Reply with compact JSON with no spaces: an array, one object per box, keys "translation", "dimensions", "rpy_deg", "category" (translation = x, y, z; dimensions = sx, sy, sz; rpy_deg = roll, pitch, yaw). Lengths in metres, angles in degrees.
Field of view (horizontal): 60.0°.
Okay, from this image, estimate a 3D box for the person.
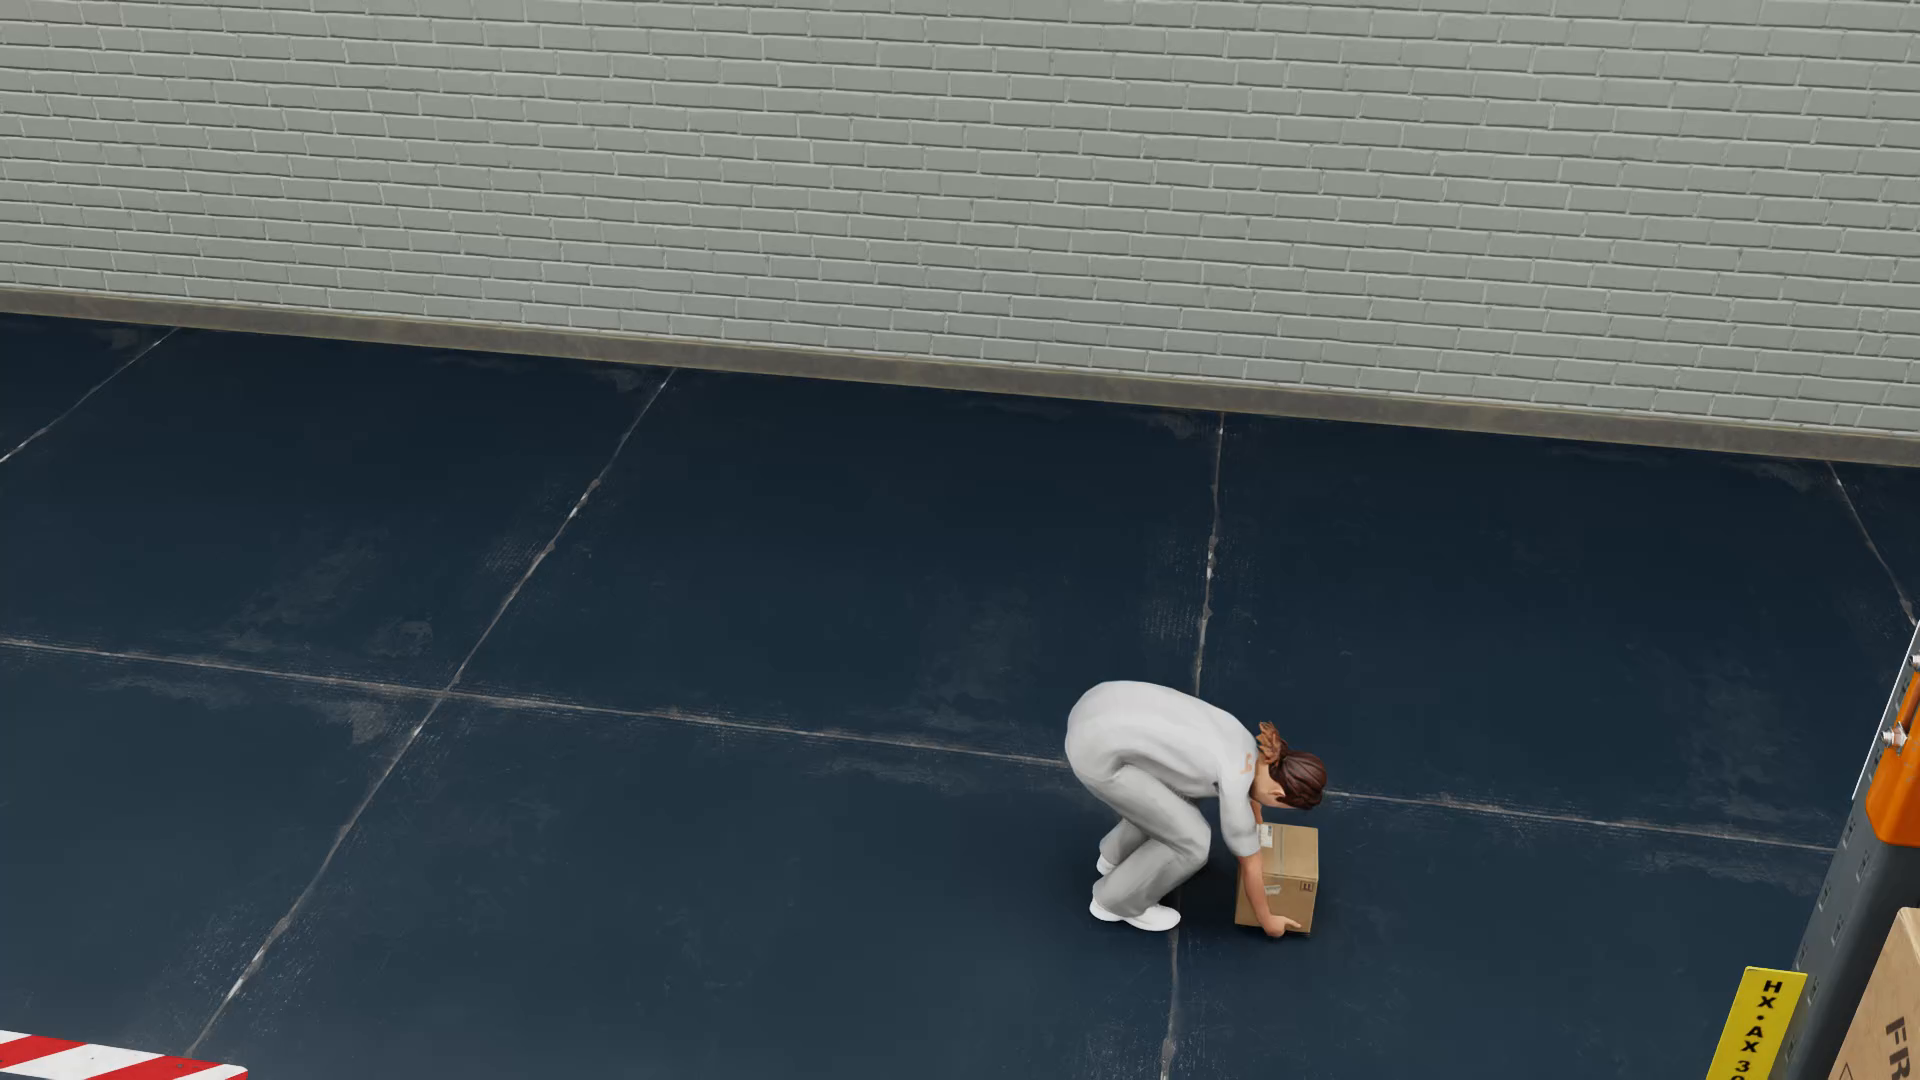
[{"translation":[0.639,0.522,5.319],"dimensions":[0.515,1.673,0.460],"rpy_deg":[5,33,8],"category":"person"}]
